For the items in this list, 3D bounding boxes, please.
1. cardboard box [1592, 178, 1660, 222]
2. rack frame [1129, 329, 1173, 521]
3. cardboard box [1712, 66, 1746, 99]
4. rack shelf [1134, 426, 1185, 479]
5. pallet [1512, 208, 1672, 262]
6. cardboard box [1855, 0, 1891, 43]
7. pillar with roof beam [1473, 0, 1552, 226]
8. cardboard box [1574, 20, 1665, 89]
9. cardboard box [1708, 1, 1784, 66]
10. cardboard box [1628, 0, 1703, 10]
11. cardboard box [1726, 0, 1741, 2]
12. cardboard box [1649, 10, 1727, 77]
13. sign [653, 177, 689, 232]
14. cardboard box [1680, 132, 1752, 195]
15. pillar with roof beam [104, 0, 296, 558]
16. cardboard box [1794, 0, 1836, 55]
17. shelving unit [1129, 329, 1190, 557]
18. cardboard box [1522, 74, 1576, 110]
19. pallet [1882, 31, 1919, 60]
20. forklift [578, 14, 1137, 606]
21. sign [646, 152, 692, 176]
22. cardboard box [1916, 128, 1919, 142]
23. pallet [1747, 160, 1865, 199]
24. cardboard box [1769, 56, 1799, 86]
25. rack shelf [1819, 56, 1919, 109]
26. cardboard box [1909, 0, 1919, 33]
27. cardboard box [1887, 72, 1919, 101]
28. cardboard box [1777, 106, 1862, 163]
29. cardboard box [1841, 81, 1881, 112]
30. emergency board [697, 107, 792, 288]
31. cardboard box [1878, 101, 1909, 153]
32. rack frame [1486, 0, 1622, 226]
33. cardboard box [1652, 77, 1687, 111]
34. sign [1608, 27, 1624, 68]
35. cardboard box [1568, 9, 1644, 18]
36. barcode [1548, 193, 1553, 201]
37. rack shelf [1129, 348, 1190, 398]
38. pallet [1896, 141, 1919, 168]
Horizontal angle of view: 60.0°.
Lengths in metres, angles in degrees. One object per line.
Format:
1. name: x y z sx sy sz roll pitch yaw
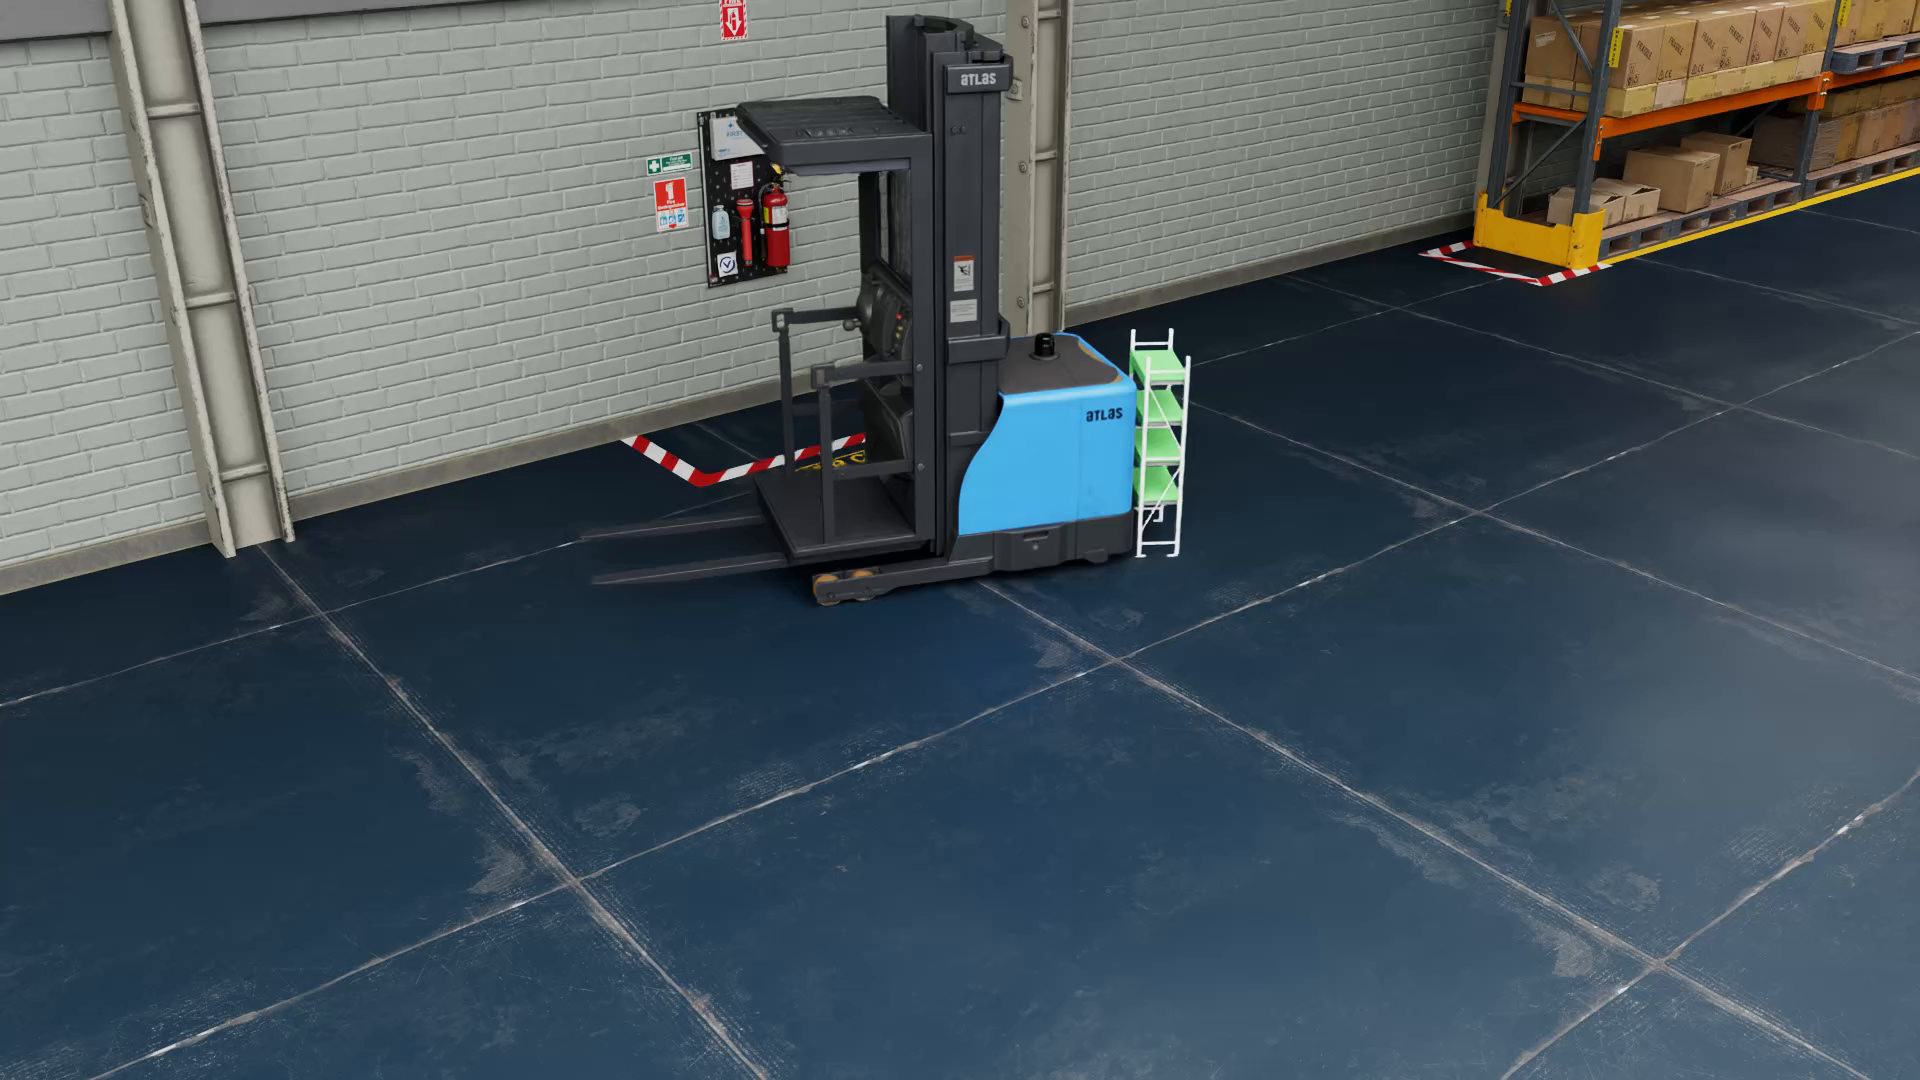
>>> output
1. cardboard box: 6.331 -3.286 15.939 0.500 0.311 0.500 -15 29 -30
2. rack frame: 1.098 -0.657 9.740 0.240 1.200 0.015 -2 25 -4
3. cardboard box: 7.066 -4.372 15.761 0.500 0.250 0.500 -18 30 -34
4. rack shelf: 1.116 -0.497 9.546 0.258 0.148 0.480 -2 25 -4
5. pallet: 6.003 -2.963 15.883 1.213 0.211 1.003 -18 31 -34
6. cardboard box: 9.296 -5.556 17.517 0.500 0.500 0.700 -15 29 -29
7. pillar with roof beam: 7.956 -5.772 11.497 0.400 9.000 9.100 -18 31 -34
8. cardboard box: 5.844 -4.314 14.746 0.500 0.500 0.500 -18 31 -34
9. cardboard box: 7.457 -4.845 15.889 0.500 0.500 0.500 -19 31 -35
10. cardboard box: 6.725 -4.877 15.958 0.500 0.500 0.500 -18 30 -33
11. cardboard box: 7.522 -5.143 16.531 0.500 0.500 0.500 -18 31 -34
12. cardboard box: 6.649 -4.571 15.300 0.500 0.500 0.500 -19 31 -36
13. sign: -1.889 -2.196 10.875 0.234 0.329 0.001 -18 31 -34
14. cardboard box: 7.638 -3.830 16.887 0.500 0.500 0.500 -21 32 -38
15. pillar with roof beam: -1.487 -2.655 4.781 0.400 9.000 9.100 -18 31 -34
16. cardboard box: 8.249 -5.103 16.447 0.500 0.500 0.500 -18 31 -34
17. shelving unit: 1.116 -0.554 9.519 0.258 1.200 0.503 -2 25 -4
18. cardboard box: 5.531 -4.135 15.251 0.500 0.250 0.500 -18 30 -33
19. pallet: 10.045 -5.472 18.205 1.213 0.211 1.003 -18 31 -34
20. forklift: -0.592 -1.221 8.899 3.031 2.935 1.130 -8 26 -16
21. sign: -1.880 -2.434 10.760 0.331 0.109 0.001 -18 31 -34
22. cardboard box: 11.043 -4.948 19.295 0.500 0.500 0.700 -18 30 -33
23. pallet: 9.042 -3.985 18.087 1.213 0.211 1.003 -18 31 -34
24. cardboard box: 7.847 -4.638 16.336 0.500 0.250 0.500 -18 30 -34
25. rack shelf: 10.004 -5.241 18.334 4.000 0.370 1.077 -18 31 -34
26. cardboard box: 10.247 -5.875 18.205 0.500 0.500 0.700 -18 31 -34
27. cardboard box: 10.556 -5.161 18.863 0.500 0.250 0.500 -18 30 -33
28. cardboard box: 9.375 -4.461 18.245 0.500 0.500 0.700 -19 31 -35
29. cardboard box: 9.751 -4.902 18.305 0.500 0.250 0.500 -19 31 -35
30. emergency board: -1.390 -2.289 11.119 0.643 1.169 0.194 -18 31 -34
31. cardboard box: 10.193 -4.714 18.791 0.500 0.500 0.700 -18 31 -34
32. rack frame: 5.282 -4.008 14.824 0.127 3.000 1.000 -18 31 -34
33. cardboard box: 6.262 -4.111 15.199 0.500 0.250 0.500 -19 31 -36
34. sign: 5.617 -4.221 14.254 0.005 0.325 0.100 -18 31 -34
35. cardboard box: 5.924 -4.610 15.384 0.500 0.500 0.500 -18 30 -33
36. barcode: 5.650 -3.280 15.914 0.075 0.075 0.001 -18 31 -34
37. rack shelf: 1.116 -0.932 9.344 0.258 0.148 0.480 -2 25 -4
38. pallet: 10.962 -4.619 19.452 1.213 0.211 1.003 -18 31 -34
